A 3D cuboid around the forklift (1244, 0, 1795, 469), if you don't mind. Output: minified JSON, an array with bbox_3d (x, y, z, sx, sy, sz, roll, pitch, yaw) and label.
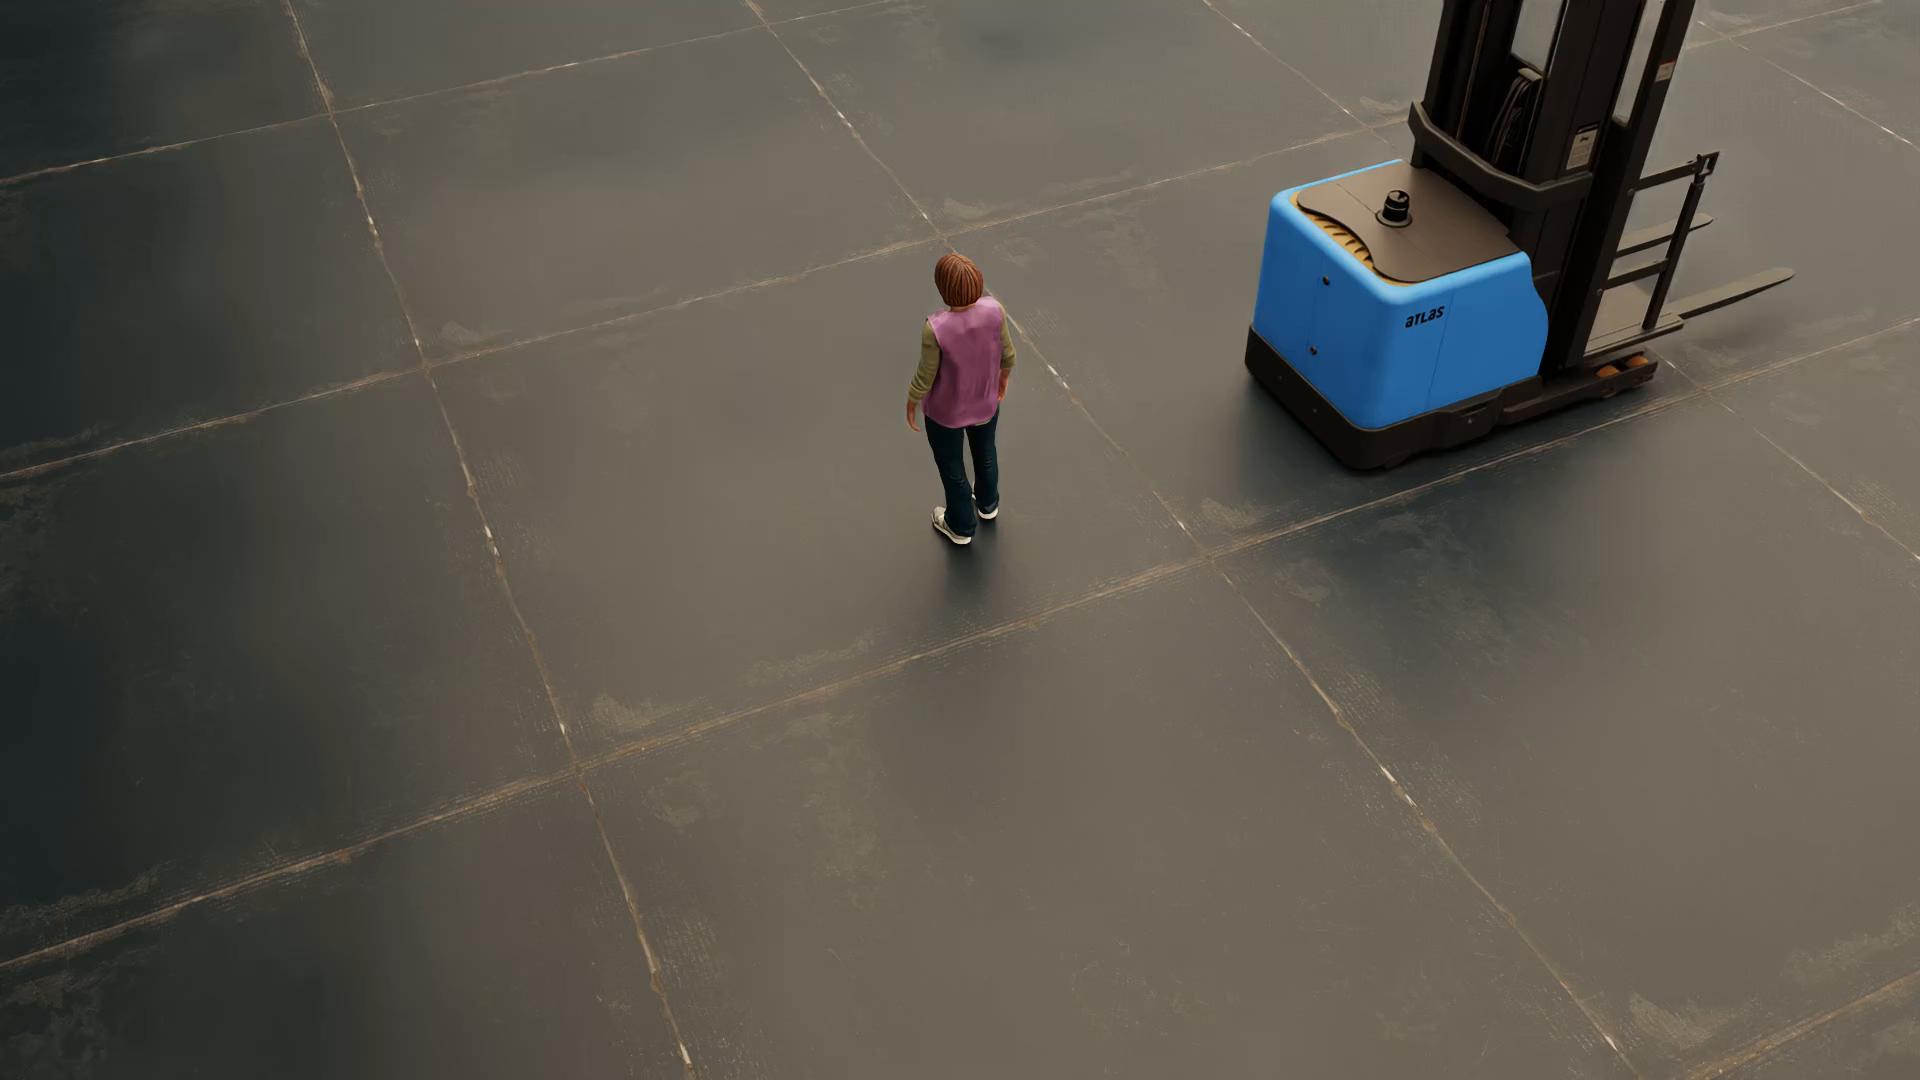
[{"bbox_3d":[3.047,-2.113,7.944,3.031,2.935,1.130,-18,46,-19],"label":"forklift"}]

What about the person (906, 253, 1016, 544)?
[{"bbox_3d":[-0.018,-0.640,7.332,0.520,1.599,0.473,-18,46,-18],"label":"person"}]
